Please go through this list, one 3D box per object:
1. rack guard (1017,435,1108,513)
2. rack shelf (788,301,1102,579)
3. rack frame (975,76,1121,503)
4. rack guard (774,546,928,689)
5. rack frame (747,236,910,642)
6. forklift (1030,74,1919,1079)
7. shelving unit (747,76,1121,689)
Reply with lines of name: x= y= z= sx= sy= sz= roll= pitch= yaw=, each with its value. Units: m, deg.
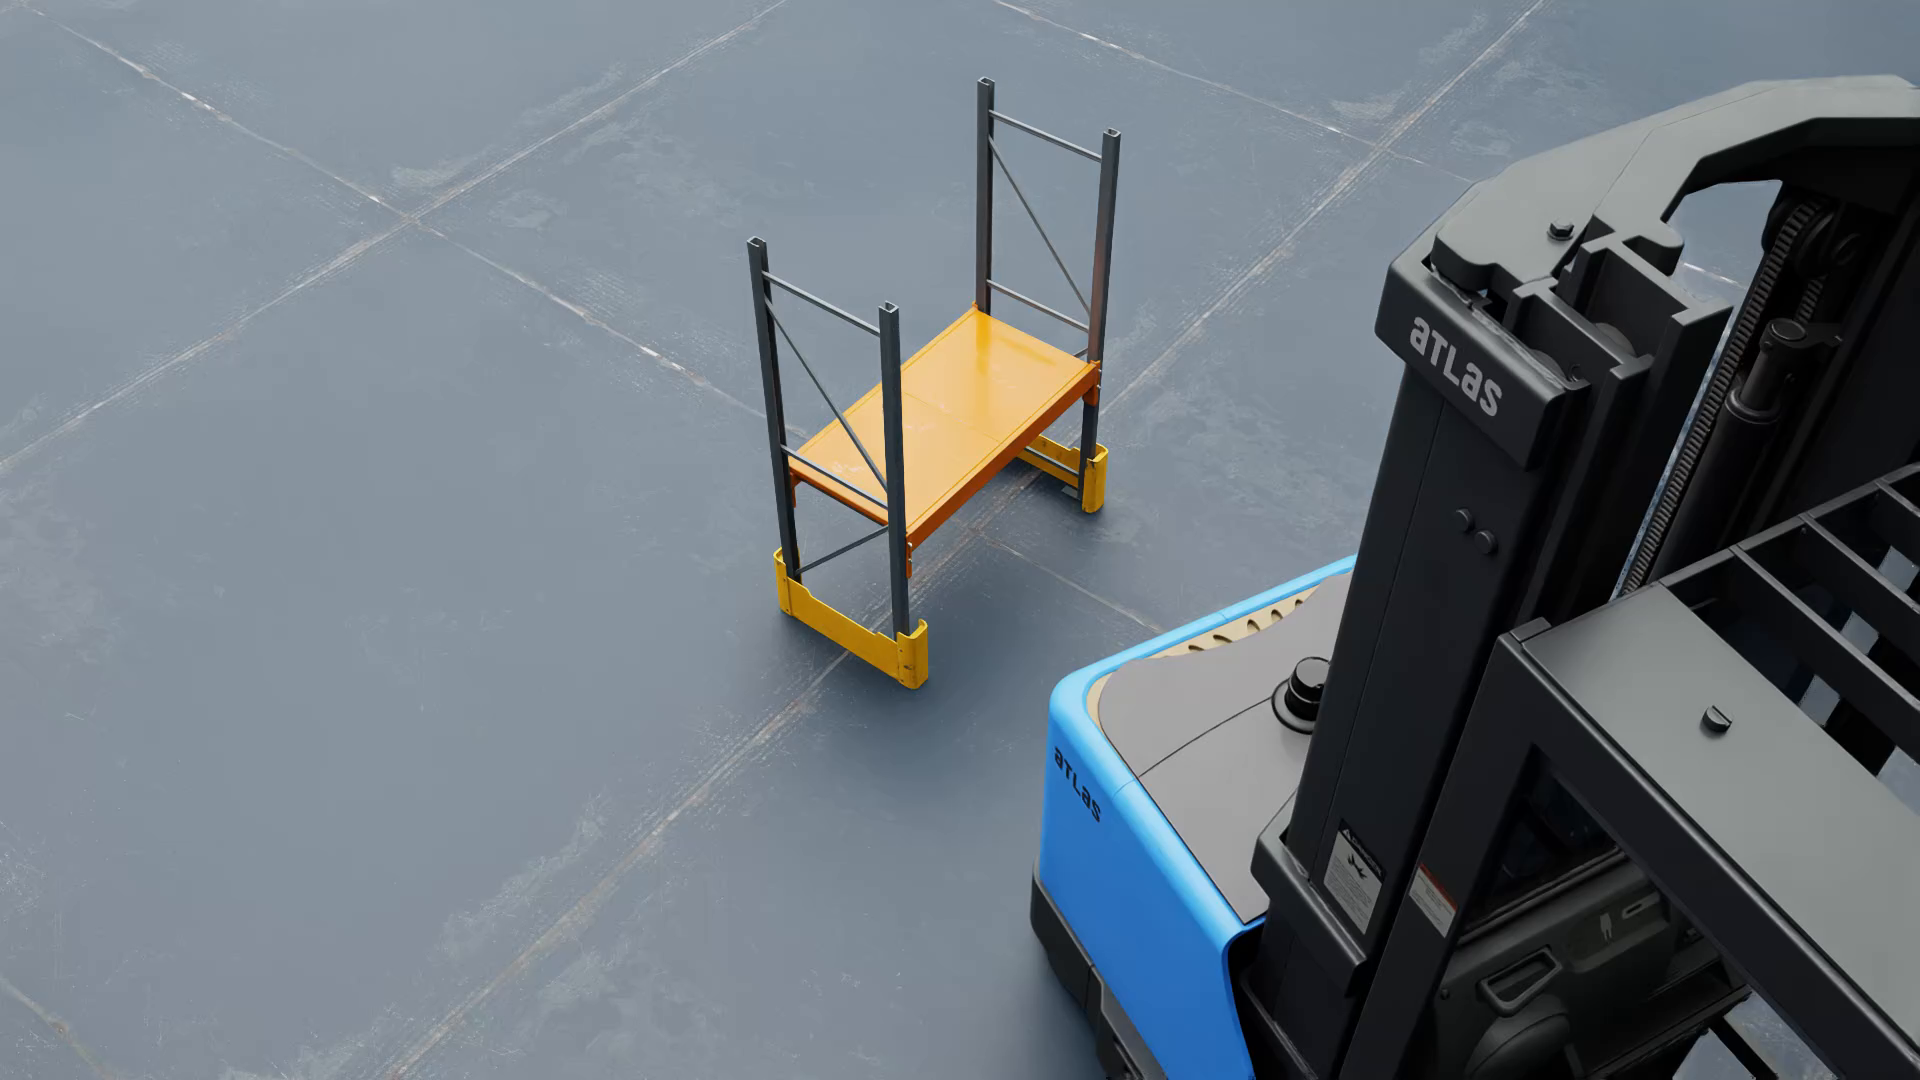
rack guard: x=0.258 y=-0.328 z=5.890 sx=0.587 sy=0.250 sz=0.087 roll=29 pitch=53 yaw=25
rack shelf: x=-0.052 y=-0.345 z=5.291 sx=0.538 sy=0.185 sz=1.000 roll=29 pitch=53 yaw=25
rack frame: x=0.259 y=-0.760 z=5.439 sx=0.500 sy=1.500 sz=0.032 roll=29 pitch=53 yaw=25
rack guard: x=-0.351 y=0.242 z=5.346 sx=0.587 sy=0.250 sz=0.087 roll=29 pitch=53 yaw=25
rack frame: x=-0.363 y=-0.178 z=4.883 sx=0.500 sy=1.500 sz=0.032 roll=29 pitch=53 yaw=25
forklift: x=1.329 y=0.849 z=2.912 sx=1.130 sy=2.935 sz=3.031 roll=-21 pitch=50 yaw=-19
shelving unit: x=-0.047 y=-0.474 z=5.166 sx=0.587 sy=1.500 sz=1.083 roll=29 pitch=53 yaw=25
